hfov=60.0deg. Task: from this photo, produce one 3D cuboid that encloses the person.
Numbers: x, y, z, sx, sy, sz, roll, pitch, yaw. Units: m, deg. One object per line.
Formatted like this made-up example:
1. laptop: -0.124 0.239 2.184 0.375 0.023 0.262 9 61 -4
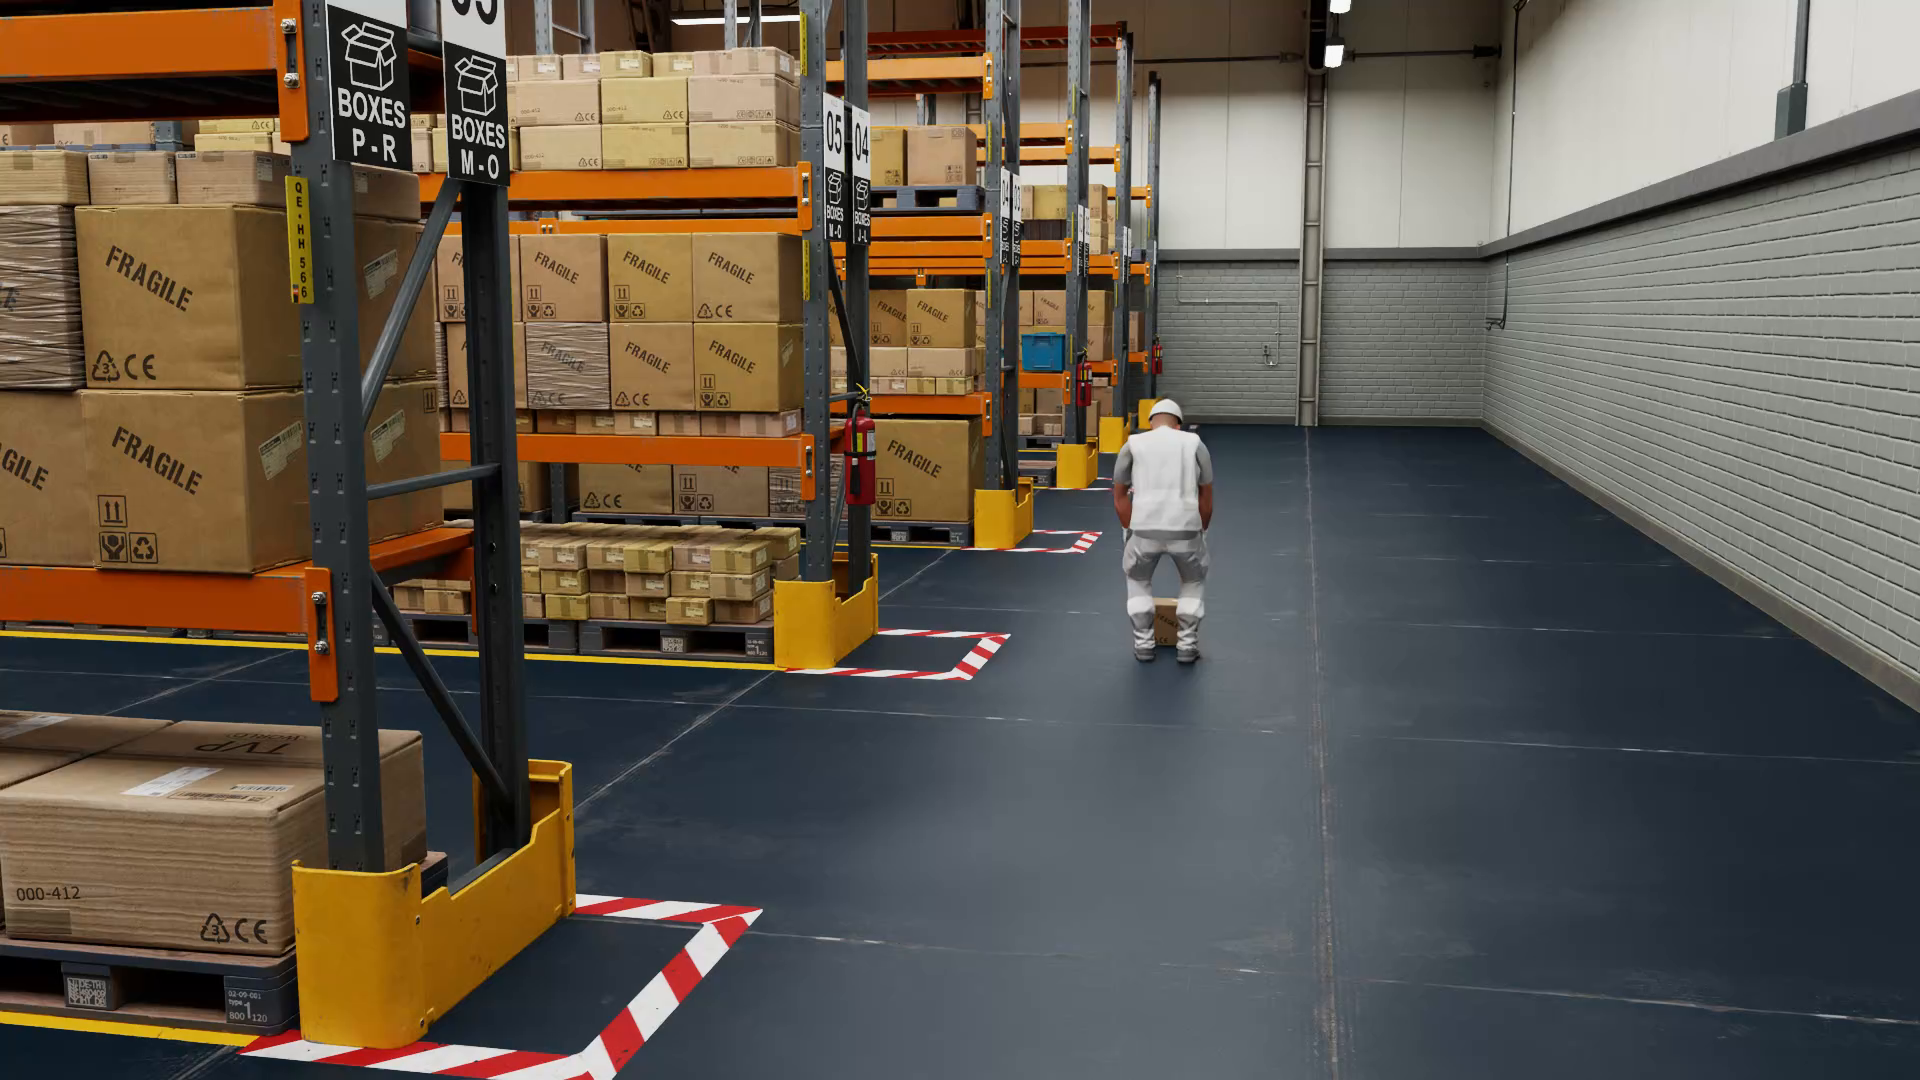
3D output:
1. person: 1.178 -0.060 9.715 0.581 1.500 0.711 2 8 11
